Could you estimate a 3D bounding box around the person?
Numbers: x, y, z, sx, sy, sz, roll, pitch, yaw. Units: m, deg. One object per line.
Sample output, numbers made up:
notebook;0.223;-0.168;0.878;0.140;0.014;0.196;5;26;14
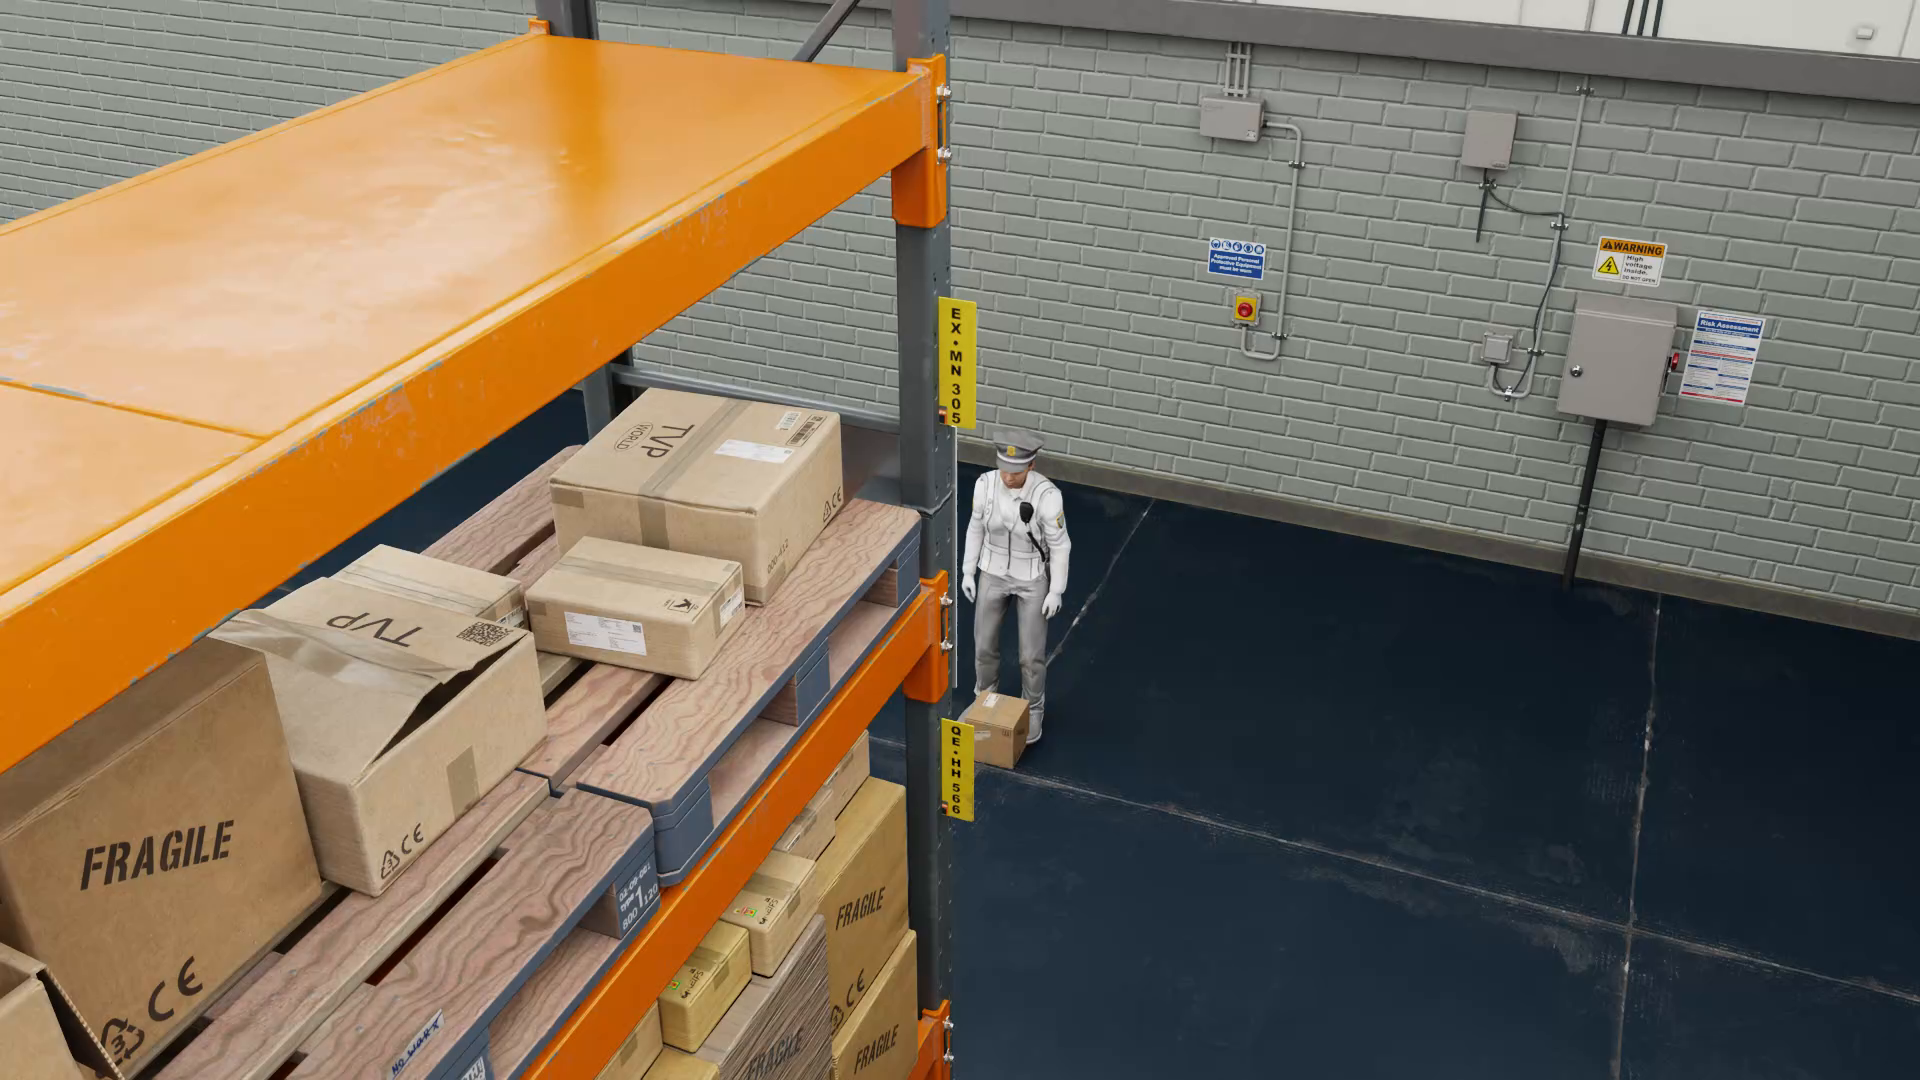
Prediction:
person;0.262;0.206;8.029;0.526;1.662;0.373;11;31;18
